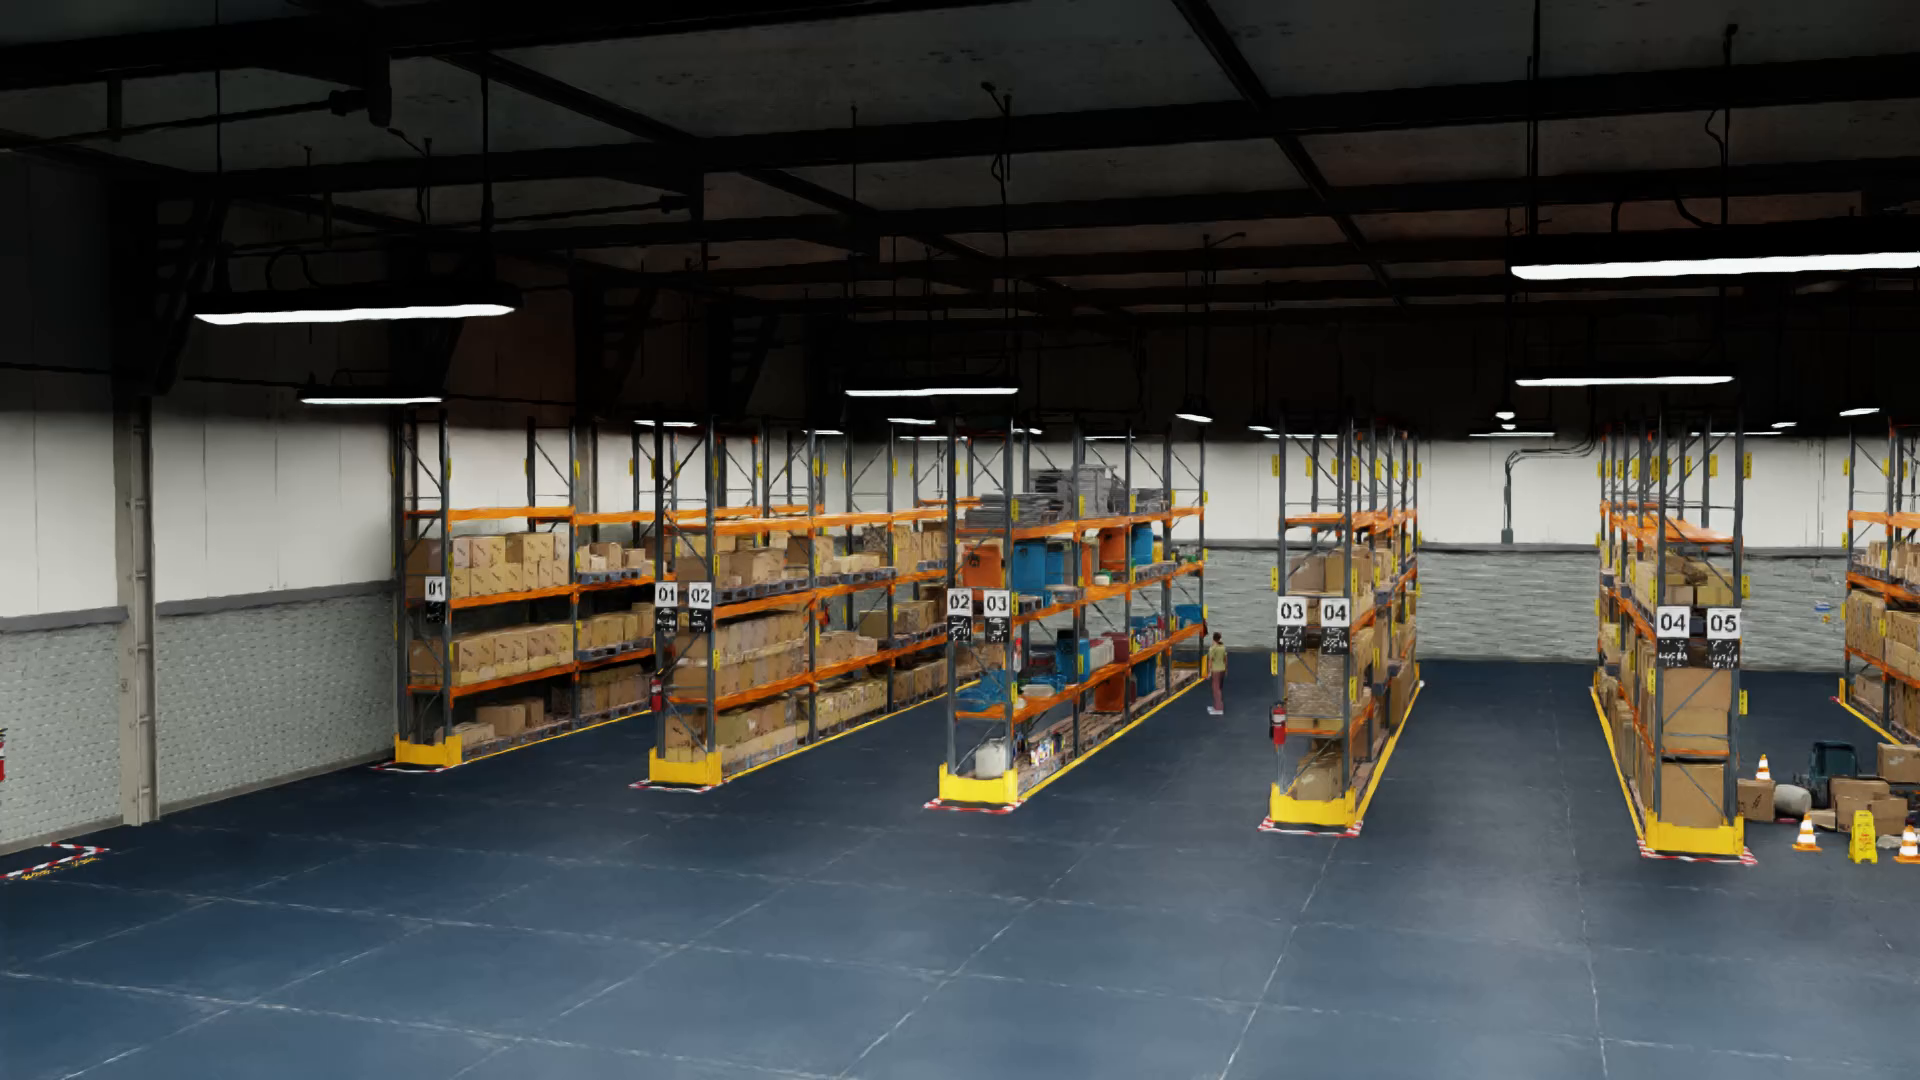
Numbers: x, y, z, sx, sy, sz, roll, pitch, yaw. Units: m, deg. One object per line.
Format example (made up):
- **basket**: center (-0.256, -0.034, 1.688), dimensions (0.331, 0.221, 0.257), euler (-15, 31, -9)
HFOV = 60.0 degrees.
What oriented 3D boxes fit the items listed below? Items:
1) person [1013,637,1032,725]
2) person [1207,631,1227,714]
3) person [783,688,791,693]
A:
- **person**: center (1.182, 2.752, 32.361), dimensions (0.671, 1.742, 0.552), euler (1, 3, 18)
- **person**: center (5.221, 2.694, 33.969), dimensions (0.559, 1.668, 0.569), euler (-2, 3, -41)
- **person**: center (-3.677, 2.688, 33.627), dimensions (0.564, 1.705, 1.111), euler (1, 3, 17)
